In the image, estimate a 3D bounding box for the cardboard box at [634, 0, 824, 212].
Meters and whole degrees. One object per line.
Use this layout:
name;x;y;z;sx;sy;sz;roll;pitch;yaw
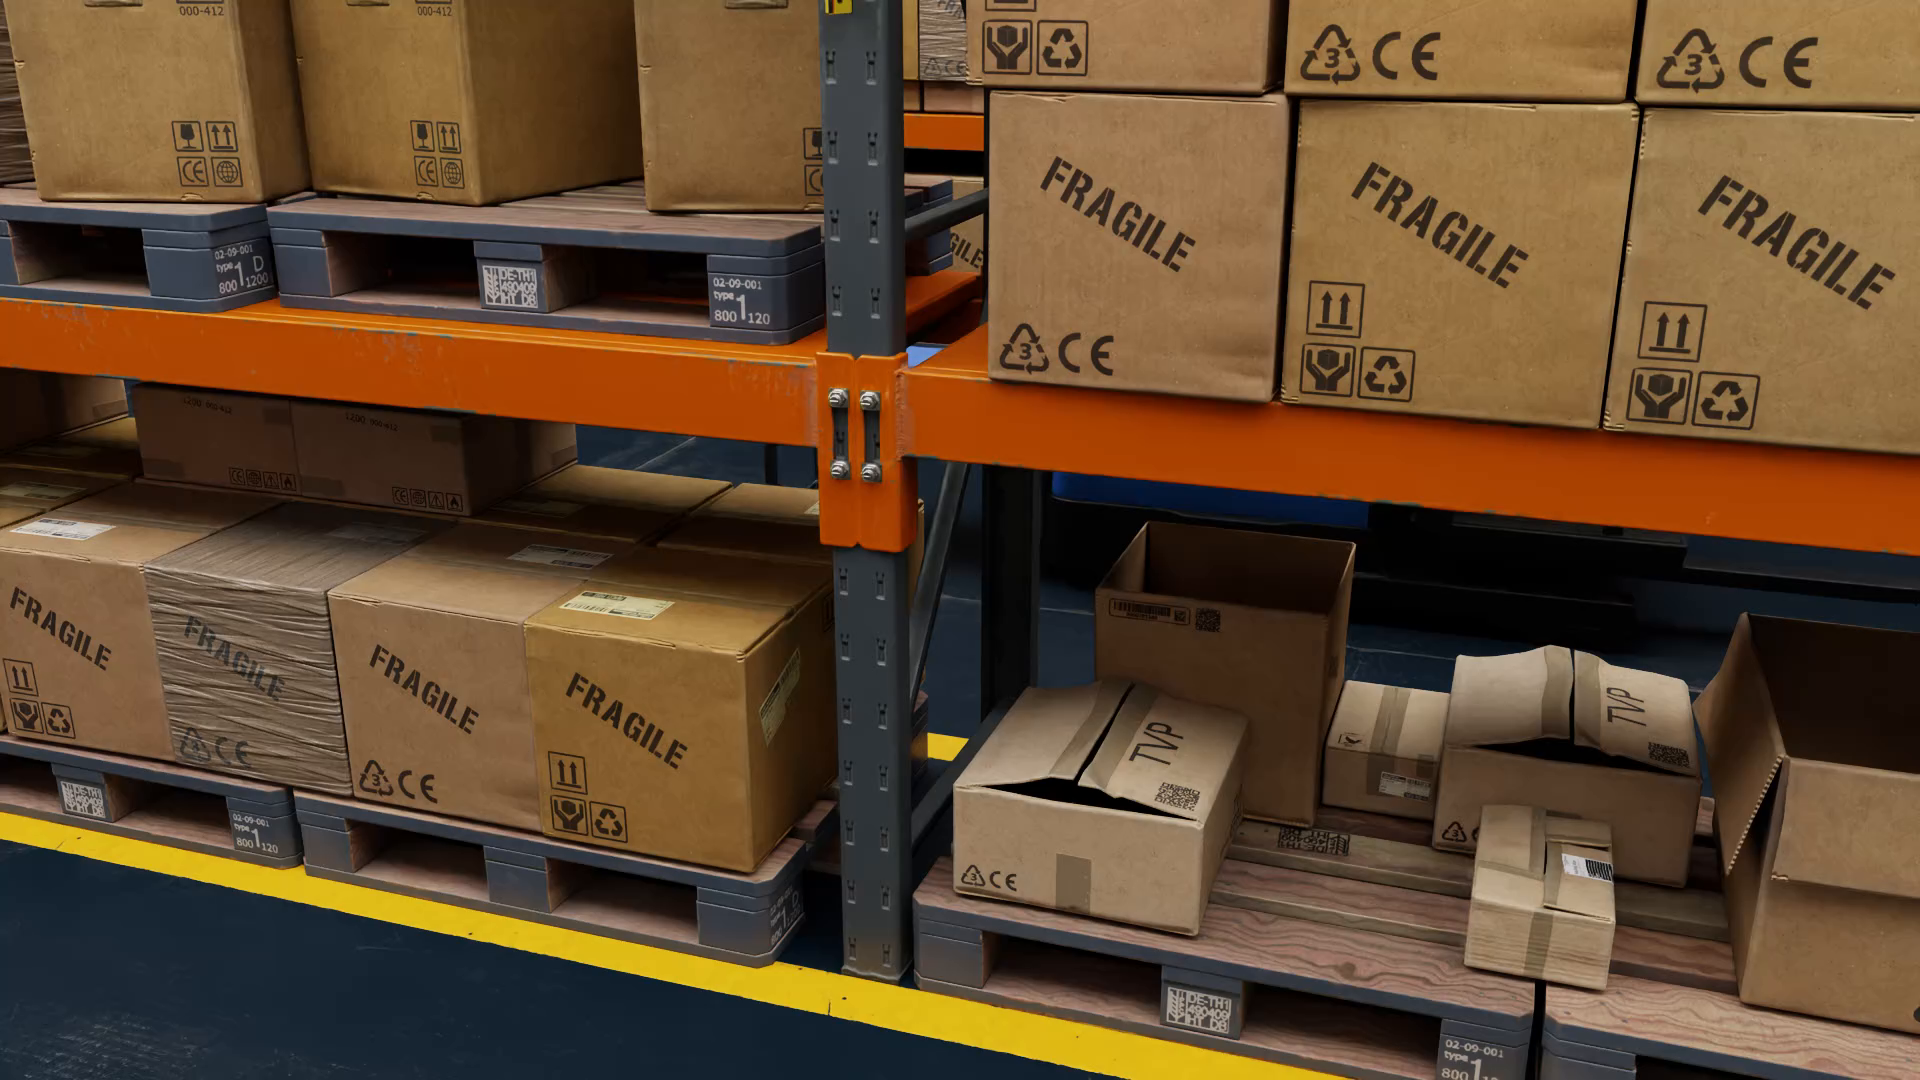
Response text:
cardboard box;-0.397;-1.024;3.666;0.500;0.500;0.700;0;19;0

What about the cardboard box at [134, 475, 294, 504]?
cardboard box;-1.854;0.022;4.585;0.500;0.500;0.500;6;20;16

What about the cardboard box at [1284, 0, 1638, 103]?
cardboard box;0.817;-0.983;2.667;0.500;0.500;0.500;6;20;16

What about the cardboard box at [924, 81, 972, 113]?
cardboard box;0.001;-2.188;8.148;0.250;0.149;0.380;6;20;17

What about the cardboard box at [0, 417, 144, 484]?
cardboard box;-2.352;-0.033;4.742;0.500;0.500;0.500;6;20;16

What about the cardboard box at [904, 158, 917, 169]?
cardboard box;-0.702;-1.596;8.727;0.750;0.750;0.750;6;20;18

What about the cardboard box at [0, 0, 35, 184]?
cardboard box;-2.368;-1.144;4.011;0.500;0.500;0.700;11;22;28

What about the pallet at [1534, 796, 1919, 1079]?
pallet;1.782;0.865;3.274;1.213;0.211;1.003;7;20;18

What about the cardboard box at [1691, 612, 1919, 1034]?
cardboard box;1.753;0.515;3.166;0.637;0.503;0.797;7;20;18

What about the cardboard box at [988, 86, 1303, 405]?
cardboard box;0.369;-0.565;2.988;0.500;0.500;0.500;7;20;19

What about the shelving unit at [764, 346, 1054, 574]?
shelving unit;-0.123;-0.719;5.862;1.048;1.500;0.538;6;20;16

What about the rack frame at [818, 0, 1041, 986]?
rack frame;-0.023;-0.657;3.405;0.127;3.000;1.000;7;20;18

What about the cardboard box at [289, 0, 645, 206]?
cardboard box;-1.067;-1.078;3.822;0.500;0.500;0.700;10;22;27

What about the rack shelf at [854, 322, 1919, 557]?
rack shelf;1.866;-0.102;2.904;4.000;0.370;1.077;7;20;18

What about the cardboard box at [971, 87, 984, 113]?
cardboard box;0.233;-2.157;8.057;0.250;0.149;0.380;7;20;18

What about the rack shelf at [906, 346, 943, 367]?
rack shelf;-0.123;-0.550;5.921;1.000;0.185;0.538;6;20;16

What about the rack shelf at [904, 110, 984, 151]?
rack shelf;-0.290;-2.074;8.563;4.000;0.370;1.077;7;20;18

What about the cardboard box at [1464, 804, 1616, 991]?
cardboard box;1.123;0.676;3.217;0.250;0.166;0.380;7;20;18

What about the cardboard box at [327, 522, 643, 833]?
cardboard box;-1.047;0.295;3.802;0.500;0.500;0.500;7;20;18

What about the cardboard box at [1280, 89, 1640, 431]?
cardboard box;0.854;-0.511;2.832;0.500;0.500;0.500;7;20;19

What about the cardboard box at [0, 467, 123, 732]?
cardboard box;-2.497;0.132;4.270;0.500;0.500;0.500;6;20;17

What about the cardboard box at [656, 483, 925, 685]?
cardboard box;-0.400;0.187;4.111;0.500;0.500;0.500;6;20;16

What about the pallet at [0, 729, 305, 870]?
pallet;-1.960;0.452;4.459;1.213;0.211;1.003;7;20;18

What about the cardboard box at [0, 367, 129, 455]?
cardboard box;-2.786;-0.438;4.766;0.500;0.250;0.500;7;21;20

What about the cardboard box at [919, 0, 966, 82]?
cardboard box;0.124;-2.476;7.987;0.500;0.500;0.500;7;20;18

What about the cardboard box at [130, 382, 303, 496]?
cardboard box;-1.819;-0.329;4.453;0.500;0.250;0.500;6;20;17

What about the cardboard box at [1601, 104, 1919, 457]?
cardboard box;1.326;-0.456;2.675;0.500;0.500;0.500;6;20;18

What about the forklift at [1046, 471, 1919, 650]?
forklift;1.870;-1.243;5.188;3.031;2.935;1.130;6;20;17

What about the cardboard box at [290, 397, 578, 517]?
cardboard box;-1.345;-0.275;4.298;0.500;0.250;0.500;7;20;18

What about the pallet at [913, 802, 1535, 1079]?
pallet;0.626;0.734;3.650;1.213;0.211;1.003;7;20;18

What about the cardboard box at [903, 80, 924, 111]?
cardboard box;-0.246;-2.220;8.240;0.250;0.149;0.380;7;20;20

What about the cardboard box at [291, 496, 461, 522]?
cardboard box;-1.377;0.077;4.428;0.500;0.500;0.500;7;20;19

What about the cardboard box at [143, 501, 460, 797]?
cardboard box;-1.521;0.241;3.958;0.500;0.500;0.500;7;20;19

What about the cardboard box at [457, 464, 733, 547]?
cardboard box;-0.907;0.133;4.267;0.500;0.500;0.500;7;20;19

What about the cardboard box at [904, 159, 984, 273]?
cardboard box;0.102;-1.506;8.468;0.750;0.750;0.750;7;20;20

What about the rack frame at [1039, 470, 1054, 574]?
rack frame;0.362;-0.669;5.717;0.032;1.500;0.500;6;20;16

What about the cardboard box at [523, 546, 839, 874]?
cardboard box;-0.583;0.351;3.641;0.500;0.500;0.500;6;20;18

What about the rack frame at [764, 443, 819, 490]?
rack frame;-0.608;-0.770;6.006;0.032;1.500;0.500;6;20;16

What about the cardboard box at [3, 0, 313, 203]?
cardboard box;-1.712;-1.075;3.812;0.500;0.500;0.700;1;19;4

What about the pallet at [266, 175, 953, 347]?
pallet;-0.742;-0.687;3.782;1.213;0.211;1.003;7;20;18

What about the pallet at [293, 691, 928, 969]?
pallet;-0.804;0.583;4.082;1.213;0.211;1.003;7;20;18

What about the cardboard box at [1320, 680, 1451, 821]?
cardboard box;0.982;0.476;3.816;0.250;0.149;0.380;7;20;18

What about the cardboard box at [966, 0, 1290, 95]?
cardboard box;0.330;-1.038;2.827;0.500;0.500;0.500;7;20;19

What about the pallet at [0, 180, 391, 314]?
pallet;-1.963;-0.790;4.078;1.213;0.211;1.003;7;20;18

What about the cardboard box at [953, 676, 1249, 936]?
cardboard box;0.303;0.517;3.452;0.500;0.311;0.500;7;20;18

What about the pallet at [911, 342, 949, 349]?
pallet;-0.311;-1.072;8.832;1.213;0.211;1.003;7;20;18

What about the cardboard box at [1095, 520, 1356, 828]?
cardboard box;0.608;0.289;3.820;0.500;0.500;0.500;7;20;18

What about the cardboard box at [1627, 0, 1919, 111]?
cardboard box;1.303;-0.927;2.508;0.500;0.500;0.500;6;20;16

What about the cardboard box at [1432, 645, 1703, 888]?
cardboard box;1.317;0.459;3.619;0.500;0.311;0.500;7;20;18

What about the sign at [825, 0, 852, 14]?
sign;-0.202;-1.031;2.718;0.005;0.325;0.100;7;20;18

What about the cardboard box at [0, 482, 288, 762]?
cardboard box;-2.002;0.186;4.113;0.500;0.500;0.500;6;20;16

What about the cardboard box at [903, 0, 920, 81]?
cardboard box;-0.350;-2.528;8.137;0.500;0.500;0.500;7;20;20

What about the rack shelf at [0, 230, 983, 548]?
rack shelf;-1.912;-0.534;4.143;4.000;0.370;1.077;7;20;18
